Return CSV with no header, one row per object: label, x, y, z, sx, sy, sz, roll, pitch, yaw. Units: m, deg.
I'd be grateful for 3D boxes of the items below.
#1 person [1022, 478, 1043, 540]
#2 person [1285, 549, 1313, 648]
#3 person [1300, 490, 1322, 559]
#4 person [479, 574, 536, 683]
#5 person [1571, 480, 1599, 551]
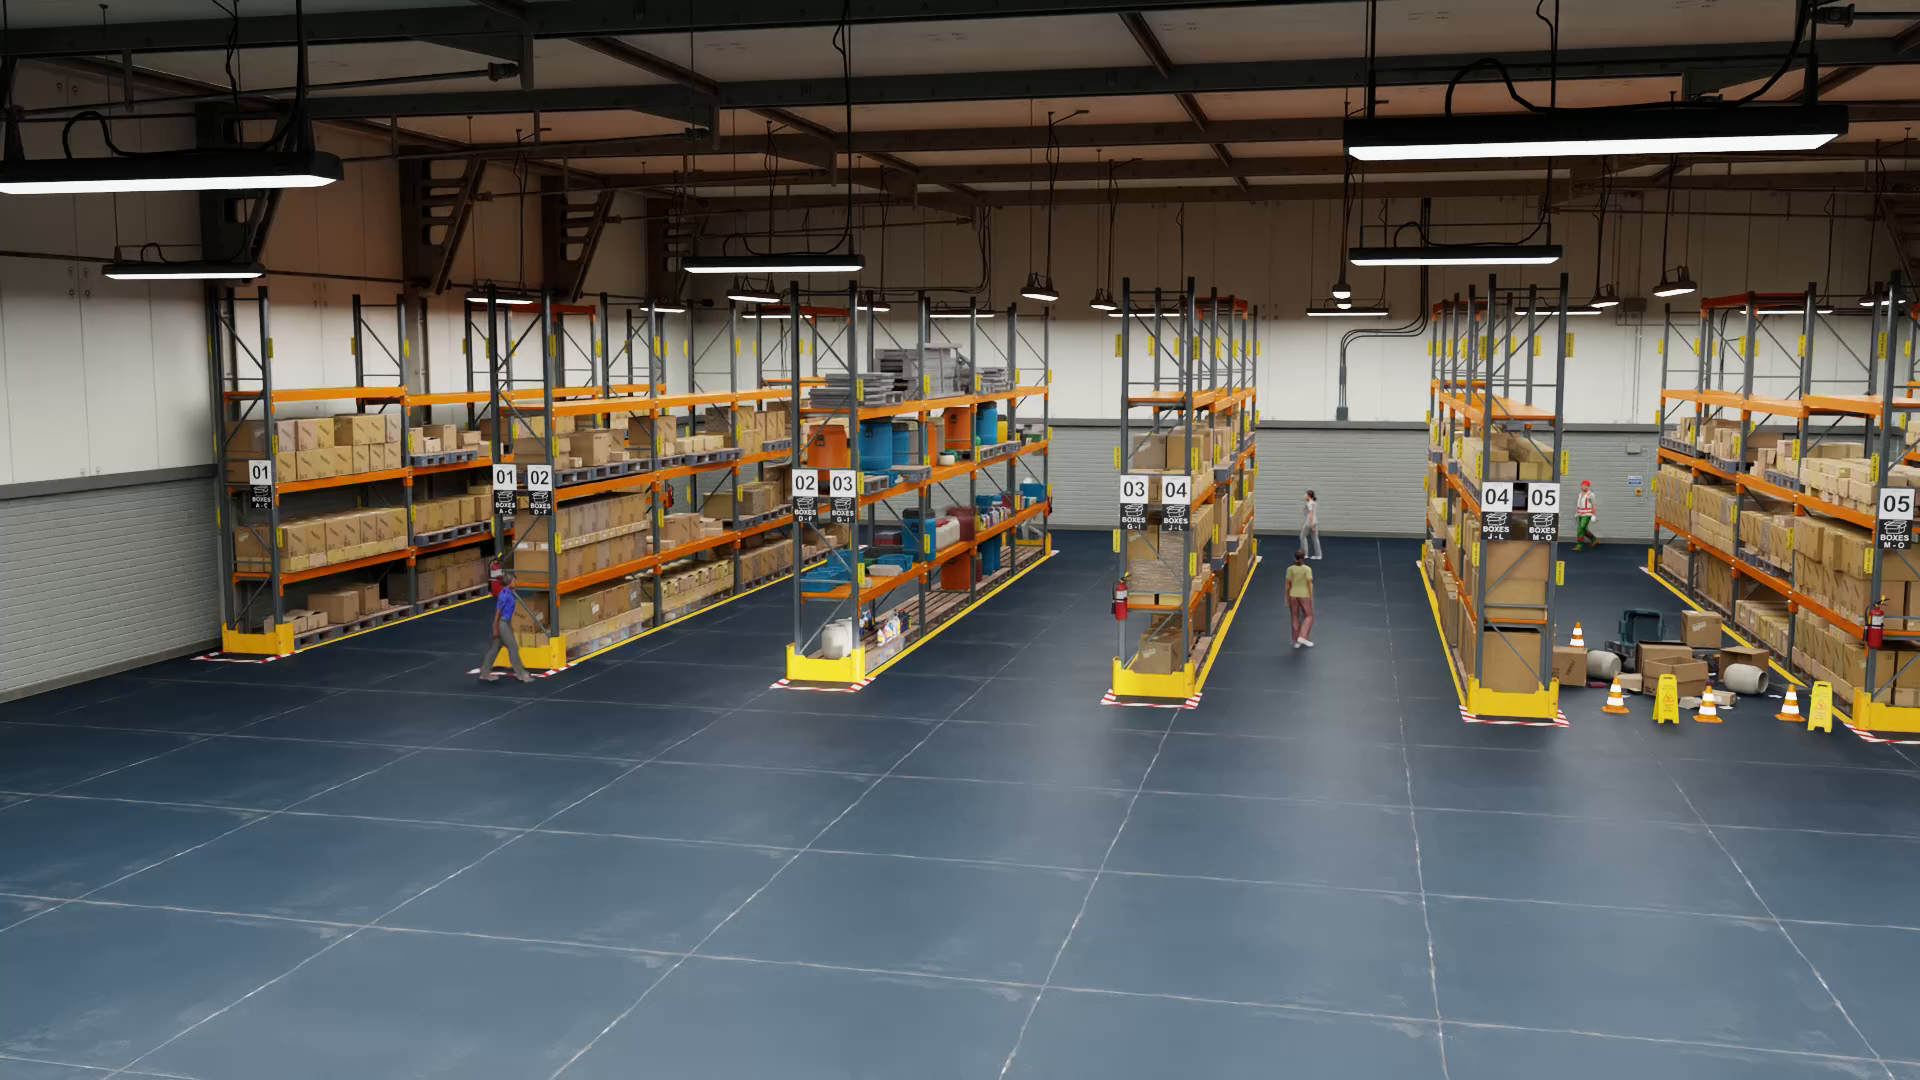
person,1.765,-0.716,42.156,0.799,1.745,0.558,-3,7,-24
person,5.687,0.996,27.837,0.498,1.652,0.531,2,7,18
person,8.327,-0.349,39.478,0.621,1.686,0.448,6,9,41
person,-6.839,1.327,25.046,0.844,1.617,0.502,-1,7,-10
person,15.508,-0.605,41.150,0.928,1.760,0.538,-2,7,-19
